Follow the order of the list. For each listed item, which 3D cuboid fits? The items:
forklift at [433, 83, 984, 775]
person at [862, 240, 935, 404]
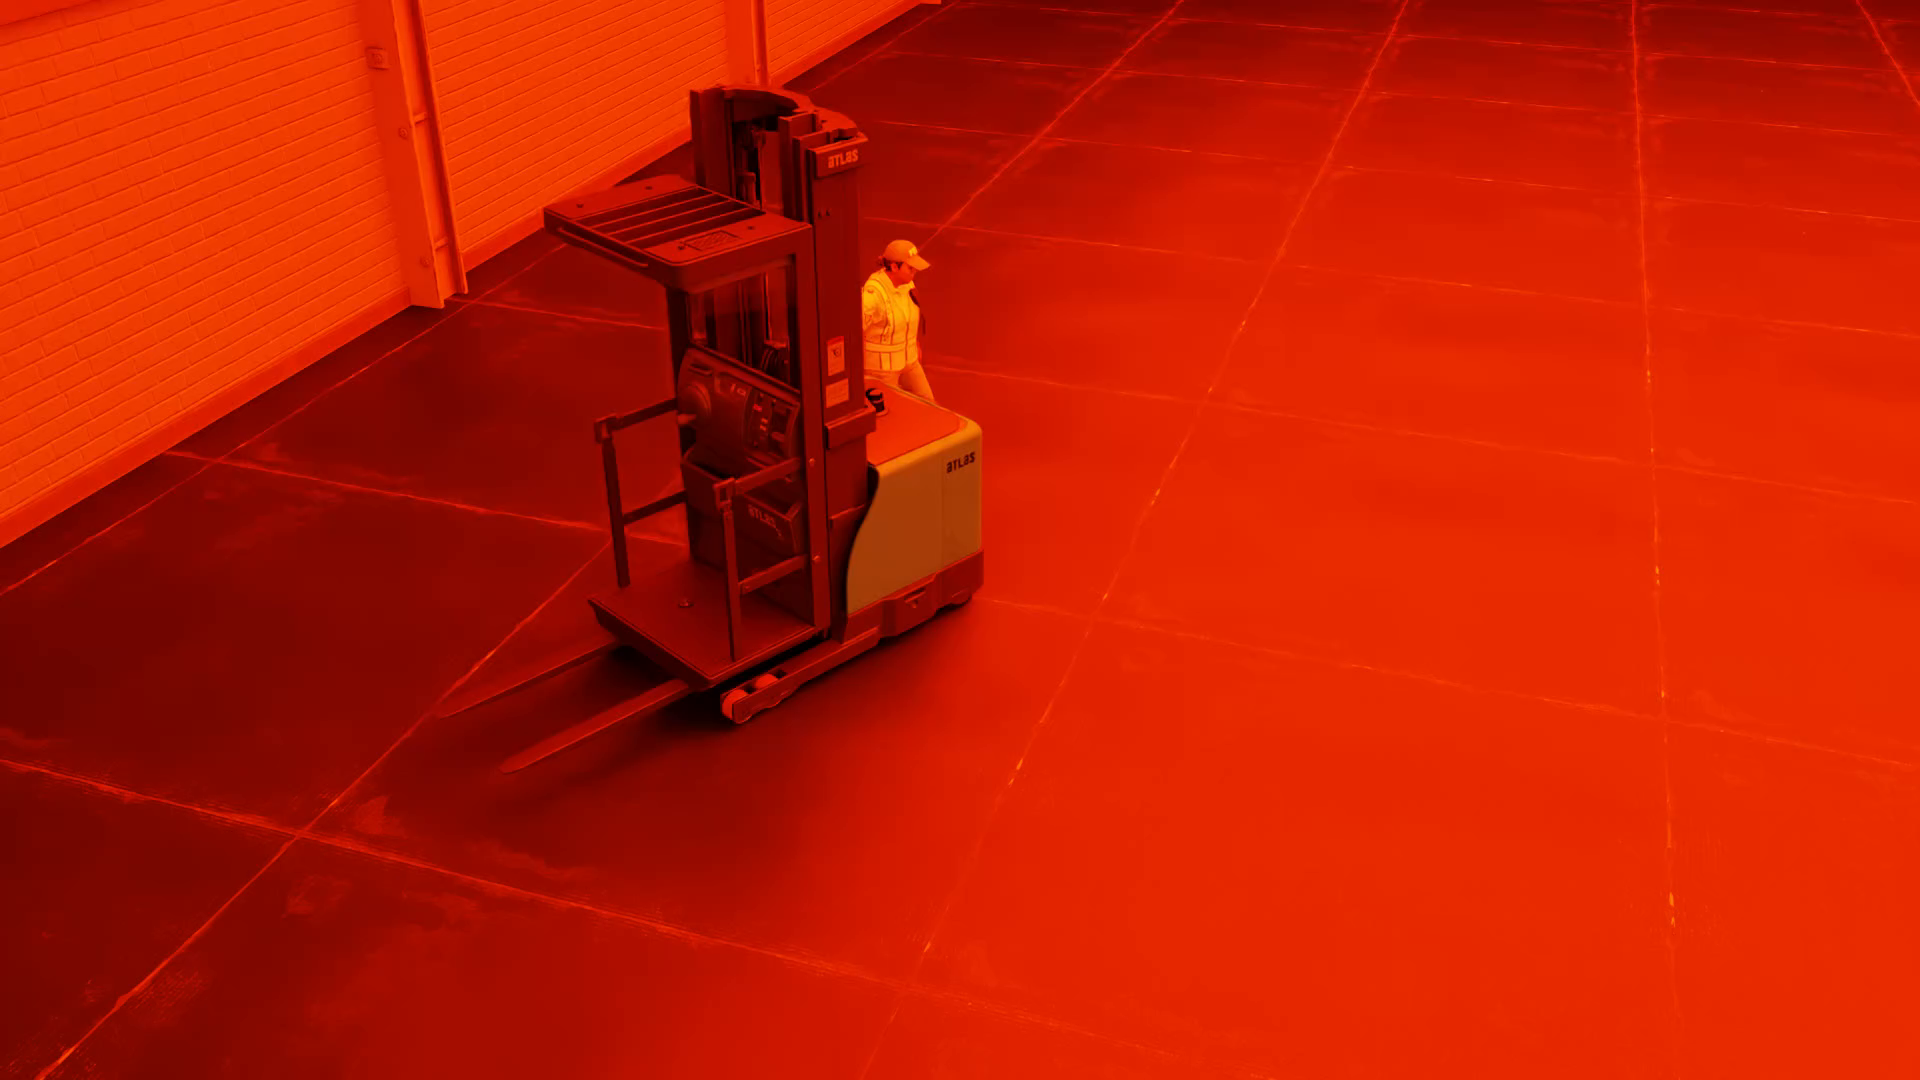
[{"bbox_3d":[-1.270,-0.632,8.246,3.031,2.935,1.130,-26,39,-37],"label":"forklift"},{"bbox_3d":[-0.400,-1.106,10.399,0.470,1.638,0.811,19,35,30],"label":"person"}]
